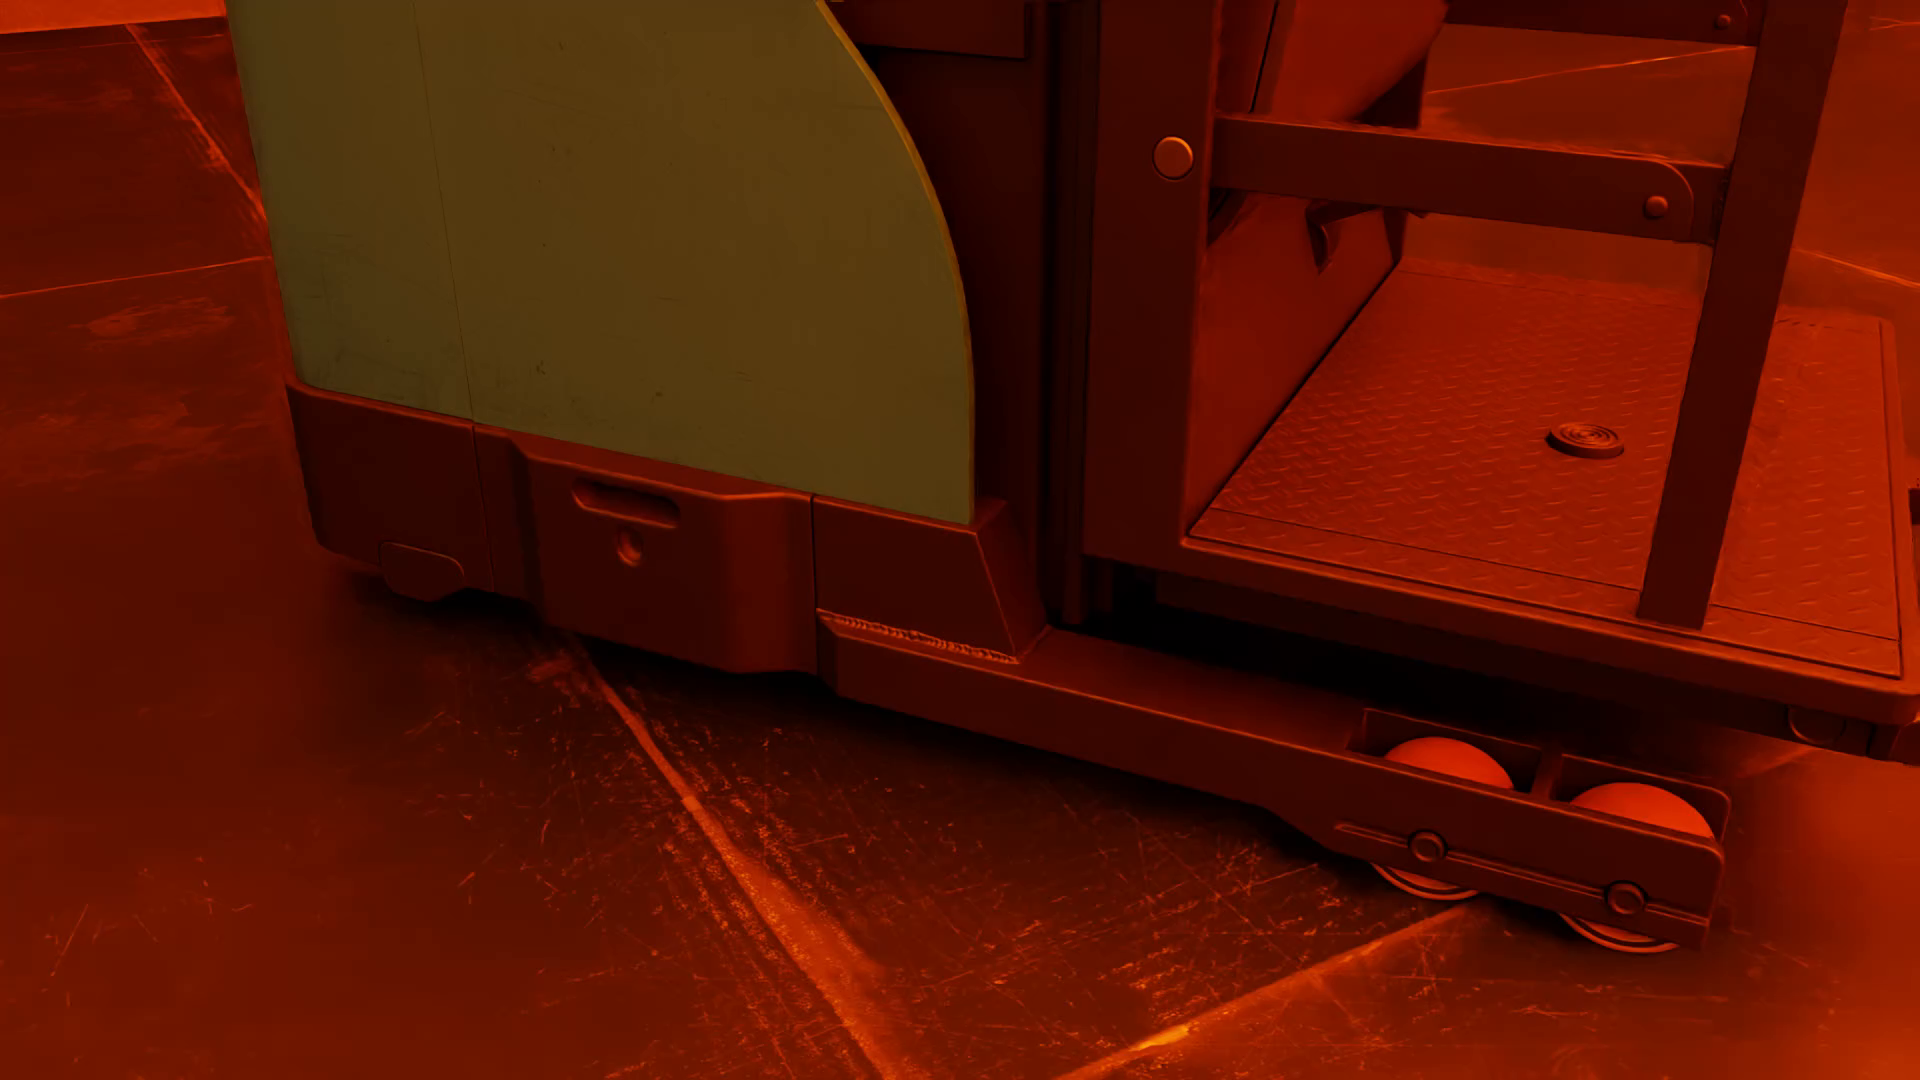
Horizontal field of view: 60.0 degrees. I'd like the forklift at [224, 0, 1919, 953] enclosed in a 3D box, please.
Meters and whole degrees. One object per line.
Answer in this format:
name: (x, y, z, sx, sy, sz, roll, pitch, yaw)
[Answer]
forklift: (0.638, -1.166, 1.559, 3.031, 2.935, 1.130, 12, 29, 22)
